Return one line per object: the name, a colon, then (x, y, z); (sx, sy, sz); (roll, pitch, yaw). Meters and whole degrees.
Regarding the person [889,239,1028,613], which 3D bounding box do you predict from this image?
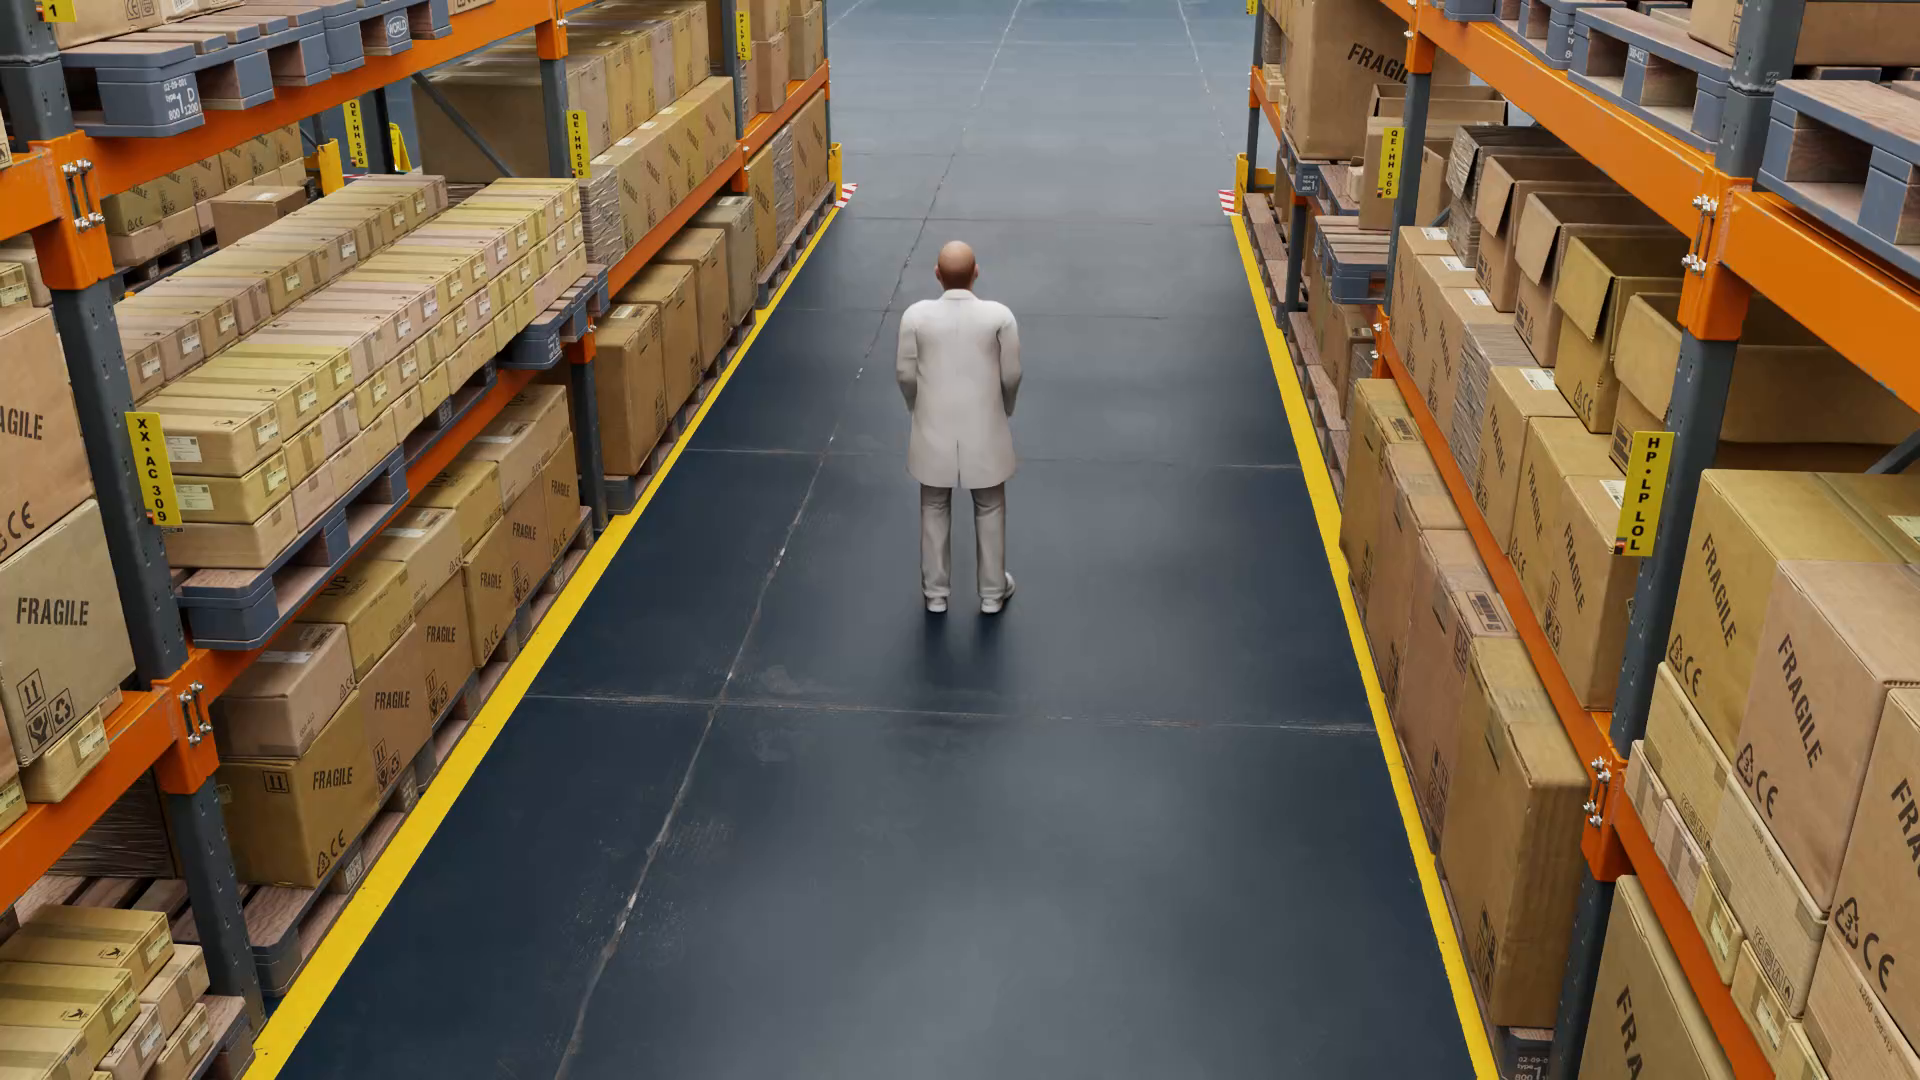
person: (-0.010, -0.515, 7.770); (0.650, 1.774, 0.417); (1, 24, 3)
